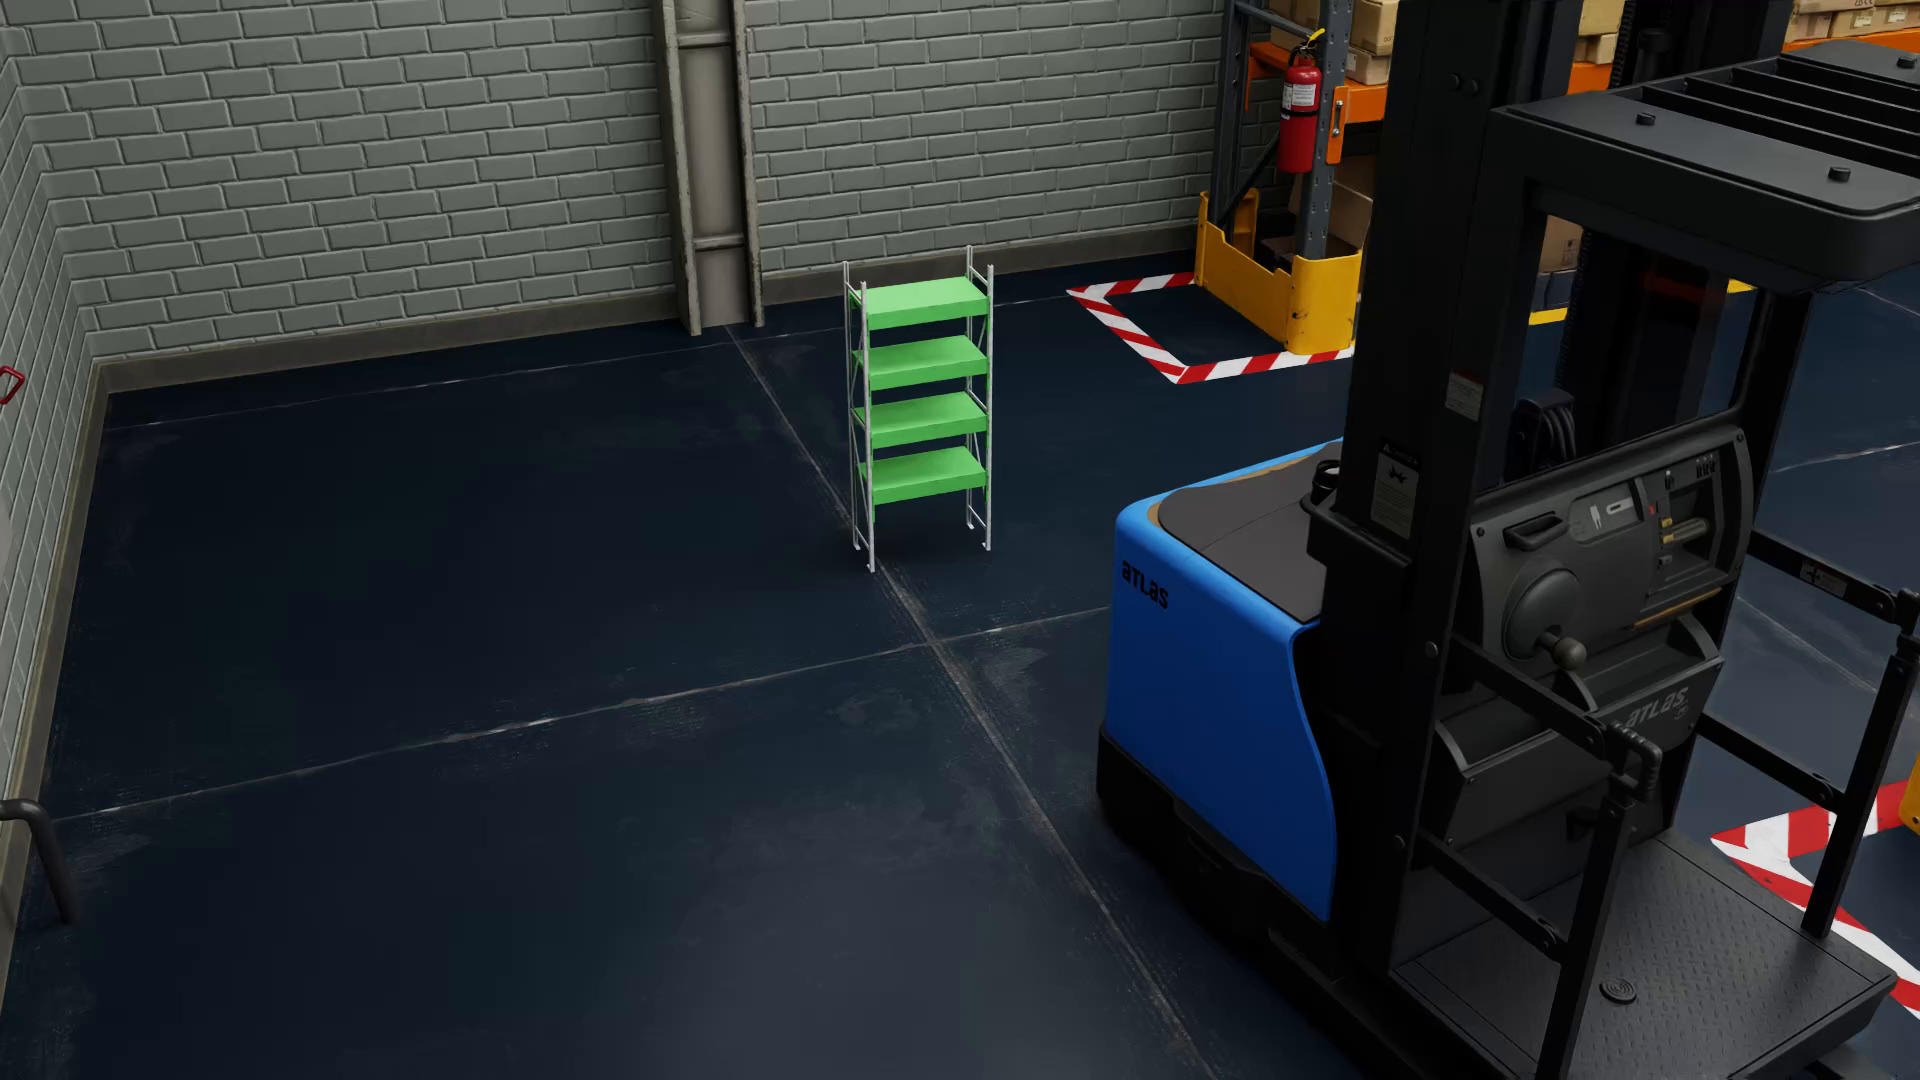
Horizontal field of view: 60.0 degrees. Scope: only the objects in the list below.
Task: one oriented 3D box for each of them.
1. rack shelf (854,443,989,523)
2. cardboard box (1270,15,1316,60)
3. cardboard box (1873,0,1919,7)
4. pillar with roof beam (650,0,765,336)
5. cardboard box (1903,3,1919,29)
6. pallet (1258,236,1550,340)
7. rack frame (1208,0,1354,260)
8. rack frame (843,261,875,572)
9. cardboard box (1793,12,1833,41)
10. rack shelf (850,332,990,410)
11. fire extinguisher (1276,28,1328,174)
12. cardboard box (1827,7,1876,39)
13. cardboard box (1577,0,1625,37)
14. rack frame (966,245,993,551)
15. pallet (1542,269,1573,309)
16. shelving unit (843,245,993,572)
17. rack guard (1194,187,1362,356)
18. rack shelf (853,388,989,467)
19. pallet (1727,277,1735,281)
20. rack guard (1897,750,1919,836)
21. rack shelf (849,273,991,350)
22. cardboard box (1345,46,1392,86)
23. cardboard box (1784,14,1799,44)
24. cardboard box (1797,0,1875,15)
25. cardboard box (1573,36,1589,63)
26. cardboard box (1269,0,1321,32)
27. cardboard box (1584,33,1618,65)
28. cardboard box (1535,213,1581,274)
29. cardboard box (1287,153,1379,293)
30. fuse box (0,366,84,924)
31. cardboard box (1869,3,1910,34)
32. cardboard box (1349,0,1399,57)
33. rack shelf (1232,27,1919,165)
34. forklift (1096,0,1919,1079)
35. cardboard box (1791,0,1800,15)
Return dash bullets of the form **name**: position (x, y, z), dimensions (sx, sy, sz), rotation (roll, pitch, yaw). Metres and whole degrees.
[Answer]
- **rack shelf**: position (-0.155, -0.229, 6.553), dimensions (0.480, 0.148, 0.258), rotation (-10, 31, -18)
- **cardboard box**: position (1.797, -2.584, 8.509), dimensions (0.250, 0.149, 0.380), rotation (-11, 31, -18)
- **cardboard box**: position (4.936, -3.065, 8.950), dimensions (0.500, 0.250, 0.500), rotation (-10, 31, -16)
- **pillar with roof beam**: position (0.239, -3.073, 3.054), dimensions (0.400, 9.000, 9.100), rotation (-10, 31, -18)
- **cardboard box**: position (5.118, -2.920, 9.099), dimensions (0.250, 0.149, 0.380), rotation (-10, 31, -17)
- **pallet**: position (2.398, -1.451, 9.083), dimensions (1.213, 0.211, 1.003), rotation (-10, 31, -18)
- **rack frame**: position (1.580, -2.511, 8.128), dimensions (0.127, 3.000, 1.000), rotation (-10, 31, -18)
- **rack frame**: position (-0.384, -0.451, 6.329), dimensions (0.015, 1.200, 0.240), rotation (-10, 31, -18)
- **cardboard box**: position (4.391, -2.777, 8.847), dimensions (0.250, 0.149, 0.380), rotation (-10, 31, -16)
- **rack shelf**: position (-0.155, -0.646, 6.316), dimensions (0.480, 0.148, 0.258), rotation (-10, 31, -18)
- **fire extinguisher**: position (1.603, -2.076, 7.818), dimensions (0.183, 0.674, 0.296), rotation (-10, 31, -18)
- **cardboard box**: position (4.646, -2.809, 8.904), dimensions (0.250, 0.149, 0.380), rotation (-10, 31, -16)
- **cardboard box**: position (3.045, -2.705, 8.318), dimensions (0.500, 0.250, 0.500), rotation (-11, 31, -19)
- **rack frame**: position (0.074, -0.535, 6.477), dimensions (0.015, 1.200, 0.240), rotation (-10, 31, -18)
- **pallet**: position (3.539, -1.659, 9.450), dimensions (1.213, 0.211, 1.003), rotation (-10, 31, -18)
- **shelving unit**: position (-0.155, -0.493, 6.403), dimensions (0.503, 1.200, 0.258), rotation (-10, 31, -18)
- **rack guard**: position (1.651, -1.438, 8.769), dimensions (0.348, 0.500, 1.175), rotation (-10, 31, -18)
- **rack shelf**: position (-0.155, -0.437, 6.434), dimensions (0.480, 0.148, 0.258), rotation (-10, 31, -18)
- **pallet**: position (4.685, -1.872, 9.823), dimensions (1.213, 0.211, 1.003), rotation (-10, 31, -18)
- **rack guard**: position (3.291, 0.881, 4.698), dimensions (0.348, 0.500, 1.175), rotation (-10, 31, -18)
- **rack shelf**: position (-0.155, -0.854, 6.197), dimensions (0.480, 0.148, 0.258), rotation (-10, 31, -18)
- **cardboard box**: position (1.983, -2.332, 8.066), dimensions (0.250, 0.149, 0.380), rotation (-11, 31, -18)
- **cardboard box**: position (4.161, -2.719, 8.747), dimensions (0.250, 0.149, 0.380), rotation (-11, 31, -18)
- **cardboard box**: position (4.472, -2.971, 8.786), dimensions (0.500, 0.250, 0.500), rotation (-10, 31, -17)
- **cardboard box**: position (2.945, -2.522, 8.400), dimensions (0.250, 0.149, 0.380), rotation (-10, 31, -17)
- **cardboard box**: position (1.918, -2.778, 8.447), dimensions (0.500, 0.250, 0.500), rotation (-10, 31, -16)
- **cardboard box**: position (3.208, -2.531, 8.416), dimensions (0.250, 0.149, 0.380), rotation (-11, 32, -19)
- **cardboard box**: position (3.001, -1.799, 8.978), dimensions (0.500, 0.500, 0.700), rotation (-9, 31, -16)
- **cardboard box**: position (2.186, -1.671, 8.750), dimensions (0.637, 0.503, 0.797), rotation (-12, 32, -20)
- **fuse box**: position (-2.558, 0.335, 4.433), dimensions (0.414, 1.711, 0.539), rotation (-10, 31, -18)
- **cardboard box**: position (4.881, -2.865, 9.003), dimensions (0.250, 0.149, 0.380), rotation (-10, 31, -16)
- **cardboard box**: position (2.099, -2.529, 8.009), dimensions (0.500, 0.250, 0.500), rotation (-10, 31, -17)
- **rack shelf**: position (3.454, -2.544, 8.912), dimensions (4.000, 0.370, 1.077), rotation (-10, 31, -18)
- **forklift**: position (1.628, 0.060, 3.684), dimensions (1.130, 2.935, 3.031), rotation (-17, 34, -27)
- **cardboard box**: position (4.000, -2.891, 8.646), dimensions (0.500, 0.250, 0.500), rotation (-11, 31, -18)
